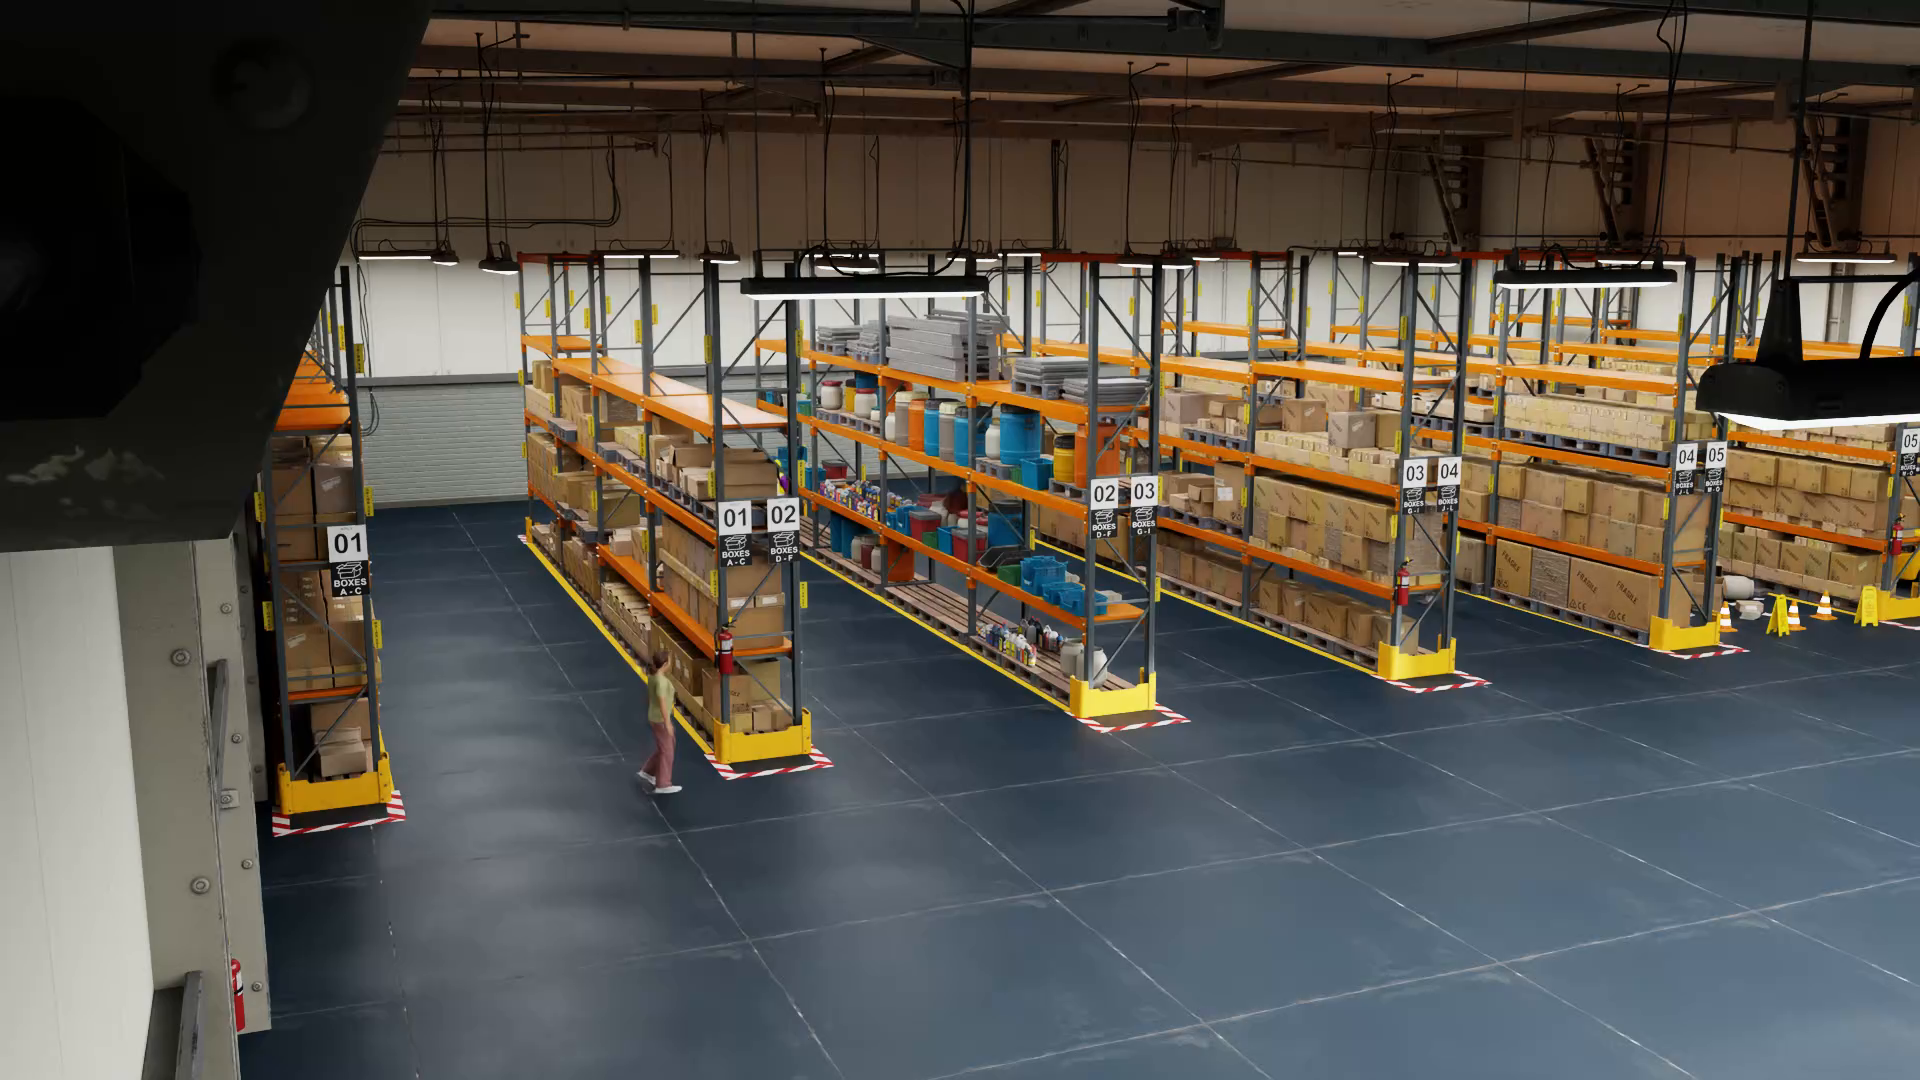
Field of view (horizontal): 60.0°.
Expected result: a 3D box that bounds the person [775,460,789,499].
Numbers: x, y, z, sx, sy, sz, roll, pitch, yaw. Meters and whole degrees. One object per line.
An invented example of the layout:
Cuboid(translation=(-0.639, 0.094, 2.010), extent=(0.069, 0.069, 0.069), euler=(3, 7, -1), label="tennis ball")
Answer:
Cuboid(translation=(-3.783, -0.771, 34.301), extent=(0.657, 1.771, 0.384), euler=(9, 14, 40), label="person")

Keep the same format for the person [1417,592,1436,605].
Cuboid(translation=(8.040, 0.247, 28.759), extent=(0.468, 1.830, 0.581), euler=(5, 11, 25), label="person")

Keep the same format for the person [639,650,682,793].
Cuboid(translation=(-3.460, 2.089, 19.086), extent=(0.469, 1.653, 0.559), euler=(-3, 11, -15), label="person")
